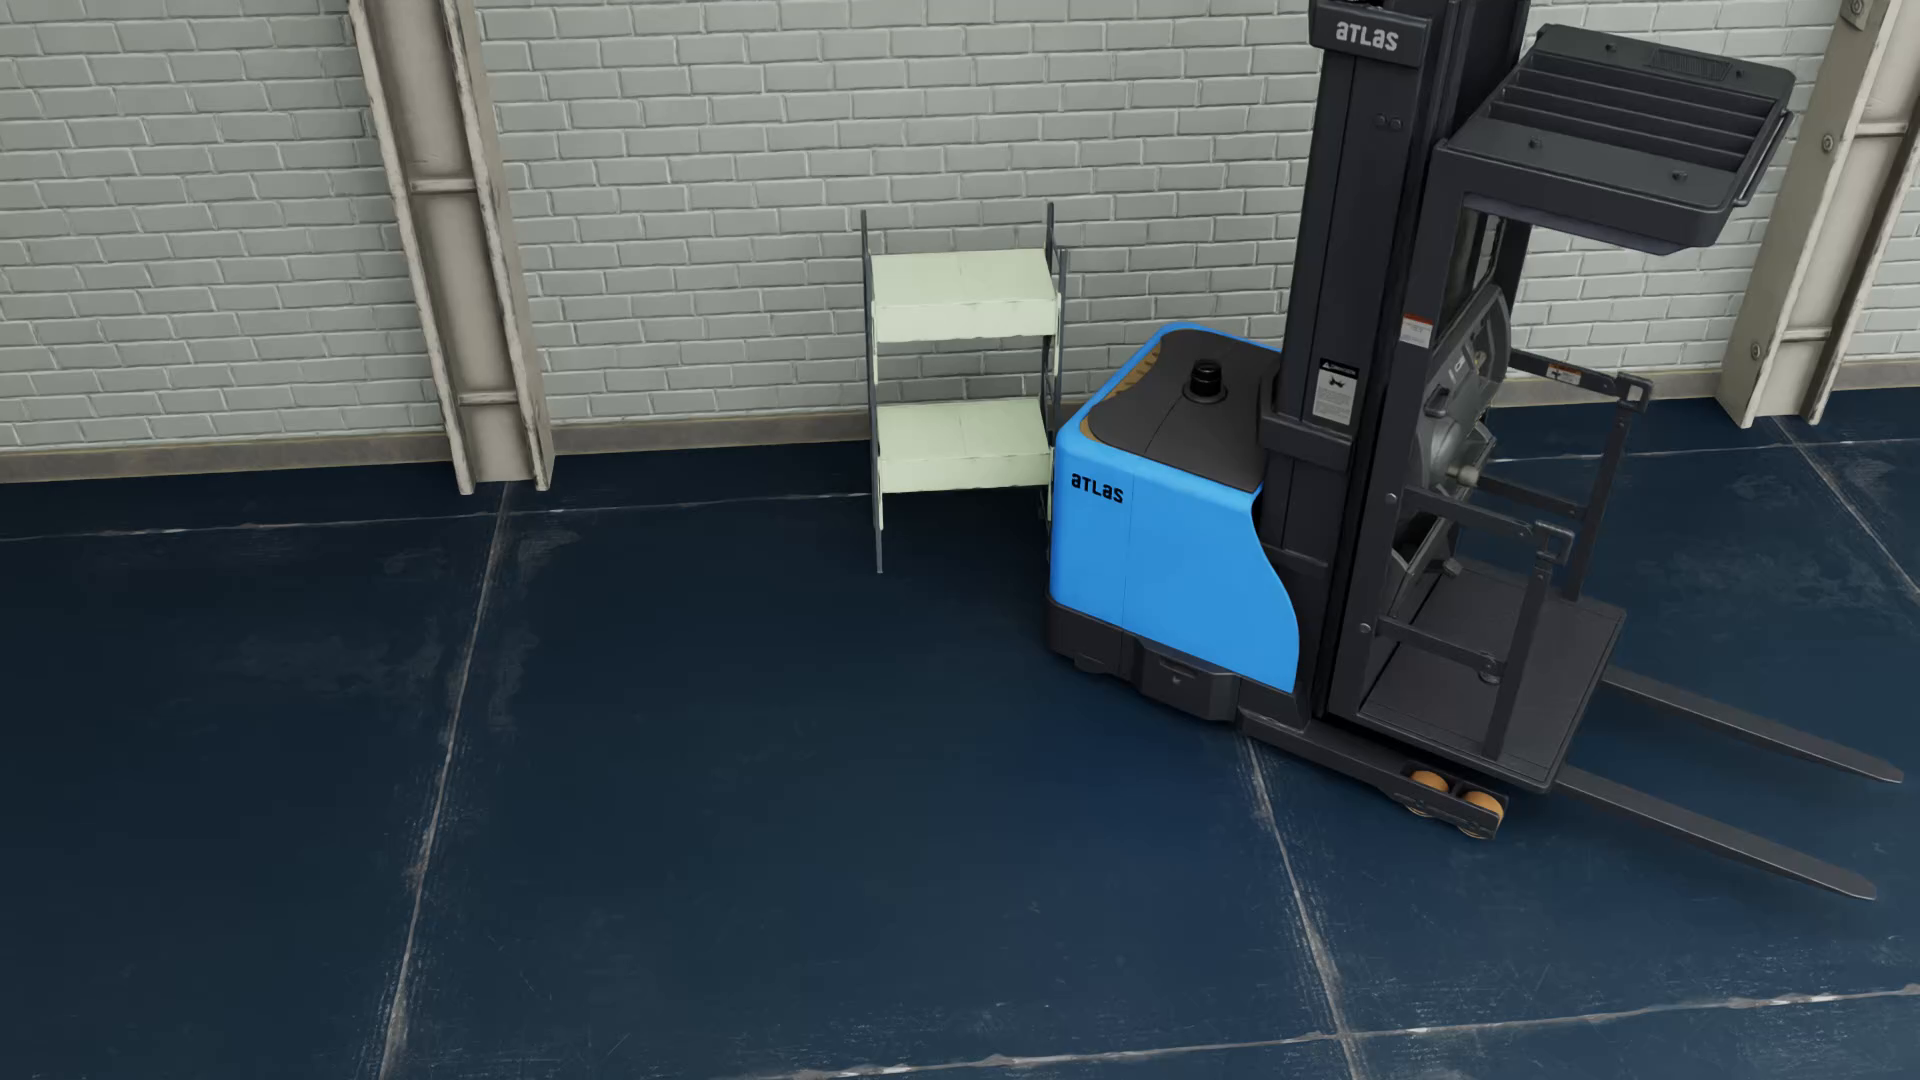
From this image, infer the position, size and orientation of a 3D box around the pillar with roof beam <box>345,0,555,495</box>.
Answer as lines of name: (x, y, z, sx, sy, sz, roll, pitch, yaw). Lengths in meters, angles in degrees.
pillar with roof beam: (-1.694, -1.187, 1.490, 0.400, 9.000, 9.100, -3, 38, -4)

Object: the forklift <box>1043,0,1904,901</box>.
forklift: (1.858, -0.470, 5.480, 3.031, 2.935, 1.130, 21, 43, 24)

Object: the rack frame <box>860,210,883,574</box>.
rack frame: (-0.358, -0.569, 6.760, 0.023, 1.500, 0.400, -3, 38, -4)

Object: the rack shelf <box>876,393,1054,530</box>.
rack shelf: (0.007, -0.333, 6.988, 0.720, 0.370, 0.431, -3, 38, -4)

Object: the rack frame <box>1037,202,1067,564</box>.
rack frame: (0.371, -0.609, 6.811, 0.023, 1.500, 0.400, -3, 38, -4)

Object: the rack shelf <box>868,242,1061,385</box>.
rack shelf: (0.007, -0.896, 6.544, 0.720, 0.370, 0.431, -3, 38, -4)

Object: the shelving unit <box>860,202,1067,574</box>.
shelving unit: (0.007, -0.589, 6.786, 0.755, 1.500, 0.431, -3, 38, -4)

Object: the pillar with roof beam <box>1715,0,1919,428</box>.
pillar with roof beam: (4.283, -1.516, 1.907, 0.400, 9.000, 9.100, -3, 38, -4)
